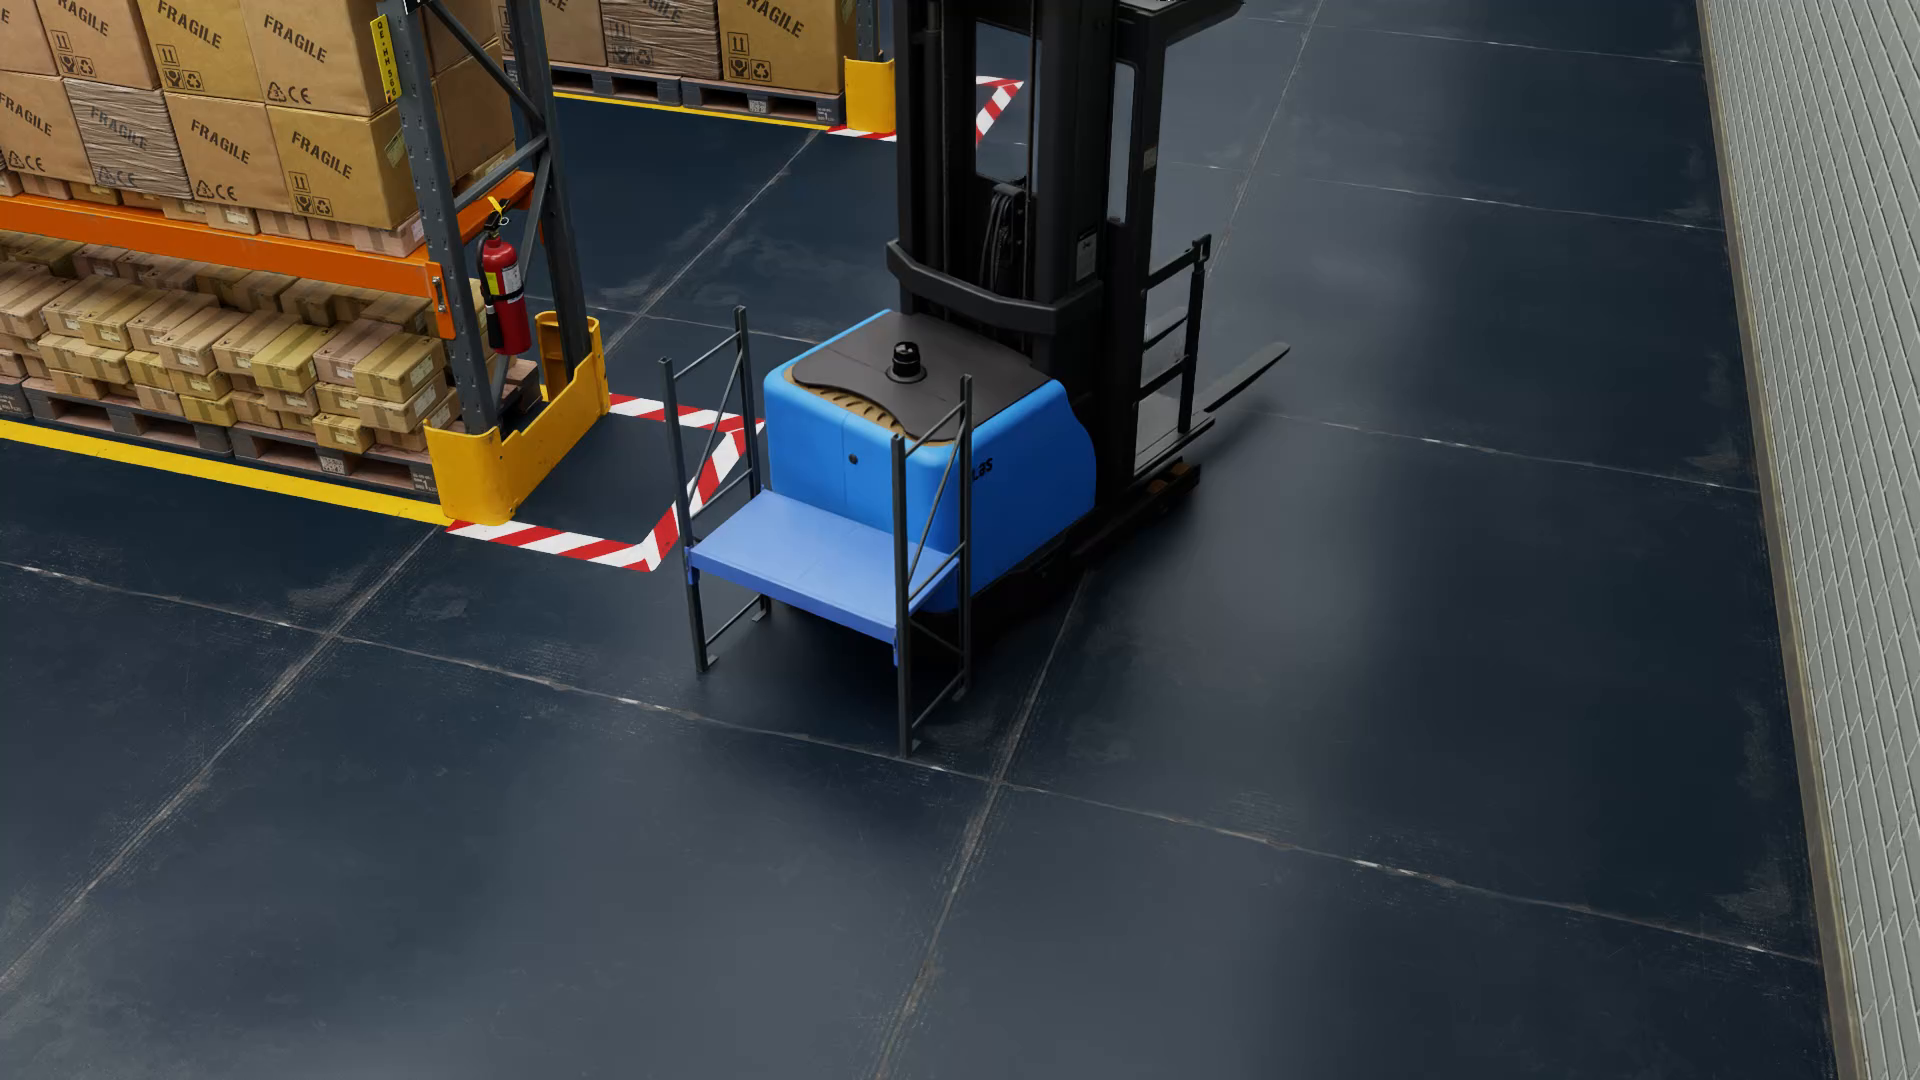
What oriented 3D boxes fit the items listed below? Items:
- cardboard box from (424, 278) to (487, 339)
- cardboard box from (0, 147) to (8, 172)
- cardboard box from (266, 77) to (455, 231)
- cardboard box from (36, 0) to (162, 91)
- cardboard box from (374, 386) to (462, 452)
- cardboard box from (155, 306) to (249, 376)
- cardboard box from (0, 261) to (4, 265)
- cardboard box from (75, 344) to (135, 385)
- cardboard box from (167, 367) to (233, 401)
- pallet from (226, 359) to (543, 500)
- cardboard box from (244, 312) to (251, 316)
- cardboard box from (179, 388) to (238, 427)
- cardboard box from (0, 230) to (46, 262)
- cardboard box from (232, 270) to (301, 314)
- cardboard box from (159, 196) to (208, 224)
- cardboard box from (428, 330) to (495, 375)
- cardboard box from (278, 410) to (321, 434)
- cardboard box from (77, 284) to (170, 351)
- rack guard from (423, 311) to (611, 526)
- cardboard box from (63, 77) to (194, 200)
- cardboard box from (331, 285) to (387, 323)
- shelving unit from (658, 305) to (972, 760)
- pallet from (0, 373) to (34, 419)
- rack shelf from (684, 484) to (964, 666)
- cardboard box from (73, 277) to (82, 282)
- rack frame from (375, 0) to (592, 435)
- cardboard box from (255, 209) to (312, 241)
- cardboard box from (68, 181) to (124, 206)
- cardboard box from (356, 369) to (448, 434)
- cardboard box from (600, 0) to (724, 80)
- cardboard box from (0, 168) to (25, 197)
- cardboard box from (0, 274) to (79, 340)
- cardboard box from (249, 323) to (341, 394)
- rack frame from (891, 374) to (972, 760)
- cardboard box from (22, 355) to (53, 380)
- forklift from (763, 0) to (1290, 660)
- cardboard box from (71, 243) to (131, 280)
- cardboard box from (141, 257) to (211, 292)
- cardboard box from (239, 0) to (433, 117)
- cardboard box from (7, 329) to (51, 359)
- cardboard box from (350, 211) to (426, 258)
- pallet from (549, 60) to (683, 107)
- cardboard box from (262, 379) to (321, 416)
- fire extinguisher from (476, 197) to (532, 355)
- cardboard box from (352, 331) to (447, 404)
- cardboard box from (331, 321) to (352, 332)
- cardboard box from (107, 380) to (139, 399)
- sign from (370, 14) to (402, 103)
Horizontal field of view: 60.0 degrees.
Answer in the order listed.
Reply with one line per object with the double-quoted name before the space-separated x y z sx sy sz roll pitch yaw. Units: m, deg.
"cardboard box" -2.472 -1.155 8.338 0.250 0.149 0.380 9 37 12
"cardboard box" -4.549 -2.054 7.675 0.500 0.500 0.500 10 37 13
"cardboard box" -2.579 -1.704 7.199 0.500 0.500 0.500 11 38 15
"cardboard box" -3.567 -2.289 7.151 0.500 0.500 0.500 12 38 16
"cardboard box" -2.638 -0.606 8.094 0.250 0.149 0.380 11 38 15
"cardboard box" -3.663 -0.969 8.085 0.250 0.149 0.380 12 38 16
"cardboard box" -5.123 -1.300 8.535 0.250 0.149 0.380 10 38 13
"cardboard box" -4.167 -0.946 8.305 0.250 0.149 0.380 11 38 14
"cardboard box" -3.657 -0.858 8.185 0.250 0.149 0.380 11 38 15
"pallet" -2.911 -0.664 8.474 1.213 0.211 1.003 10 38 14
"cardboard box" -3.496 -1.162 8.598 0.250 0.149 0.380 9 37 12
"cardboard box" -3.642 -0.735 8.270 0.250 0.149 0.380 9 37 12
"cardboard box" -4.979 -1.599 8.941 0.250 0.149 0.380 10 38 13
"cardboard box" -3.497 -1.304 8.541 0.250 0.149 0.380 12 38 16
"cardboard box" -3.432 -1.603 7.609 0.250 0.149 0.380 9 37 12
"cardboard box" -2.497 -0.989 8.363 0.250 0.149 0.380 12 38 16
"cardboard box" -3.140 -0.690 8.207 0.250 0.149 0.380 10 38 14
"cardboard box" -4.140 -1.109 8.275 0.250 0.149 0.380 11 38 14
"rack guard" -2.146 -0.617 8.166 0.348 0.500 1.175 10 38 14
"cardboard box" -3.556 -1.882 7.441 0.500 0.500 0.500 11 38 14
"cardboard box" -2.974 -1.253 8.471 0.250 0.149 0.380 10 38 14
"shelving unit" -0.533 -0.022 6.514 1.048 1.500 0.538 19 41 24
"pallet" -5.240 -1.095 9.060 1.213 0.211 1.003 10 38 14
"rack shelf" -0.533 0.123 6.621 1.000 0.185 0.538 19 41 24
"cardboard box" -4.514 -1.370 8.881 0.250 0.149 0.380 11 38 15
"rack frame" -2.073 -1.610 7.407 0.127 3.000 1.000 10 38 14
"cardboard box" -2.939 -1.508 7.480 0.250 0.149 0.380 10 38 13
"cardboard box" -3.930 -1.722 7.771 0.250 0.149 0.380 11 38 15
"cardboard box" -2.662 -0.683 7.947 0.250 0.149 0.380 10 37 13
"cardboard box" -2.001 -3.941 12.012 0.875 0.875 0.875 10 38 14
"cardboard box" -4.447 -1.775 7.844 0.250 0.149 0.380 12 38 16
"cardboard box" -4.649 -1.176 8.366 0.250 0.149 0.380 11 38 15
"cardboard box" -3.162 -0.872 7.953 0.250 0.149 0.380 10 37 13
"rack frame" -0.097 0.132 6.305 0.032 1.500 0.500 19 41 24
"cardboard box" -4.609 -0.986 8.610 0.250 0.149 0.380 9 37 12
"forklift" 0.508 -1.477 7.284 1.130 2.935 3.031 27 44 32
"cardboard box" -4.468 -1.514 8.825 0.250 0.149 0.380 9 37 12
"cardboard box" -4.003 -1.367 8.626 0.250 0.149 0.380 11 38 14
"cardboard box" -2.584 -2.113 6.911 0.500 0.500 0.500 10 37 13
"cardboard box" -4.617 -1.085 8.493 0.250 0.149 0.380 12 38 16
"cardboard box" -2.469 -1.407 7.342 0.250 0.149 0.380 11 38 14
"pallet" -2.445 -3.589 12.449 1.213 0.211 1.003 10 38 14
"cardboard box" -3.159 -0.773 8.070 0.250 0.149 0.380 9 37 12
"fire extinguisher" -1.971 -1.123 7.125 0.183 0.674 0.296 10 38 14
"cardboard box" -2.654 -0.821 7.884 0.250 0.149 0.380 11 38 14
"cardboard box" -3.002 -1.062 8.462 0.250 0.149 0.380 11 38 14
"cardboard box" -4.116 -0.882 8.469 0.250 0.149 0.380 12 38 15
"sign" -2.258 -1.893 6.548 0.005 0.325 0.100 10 38 14
